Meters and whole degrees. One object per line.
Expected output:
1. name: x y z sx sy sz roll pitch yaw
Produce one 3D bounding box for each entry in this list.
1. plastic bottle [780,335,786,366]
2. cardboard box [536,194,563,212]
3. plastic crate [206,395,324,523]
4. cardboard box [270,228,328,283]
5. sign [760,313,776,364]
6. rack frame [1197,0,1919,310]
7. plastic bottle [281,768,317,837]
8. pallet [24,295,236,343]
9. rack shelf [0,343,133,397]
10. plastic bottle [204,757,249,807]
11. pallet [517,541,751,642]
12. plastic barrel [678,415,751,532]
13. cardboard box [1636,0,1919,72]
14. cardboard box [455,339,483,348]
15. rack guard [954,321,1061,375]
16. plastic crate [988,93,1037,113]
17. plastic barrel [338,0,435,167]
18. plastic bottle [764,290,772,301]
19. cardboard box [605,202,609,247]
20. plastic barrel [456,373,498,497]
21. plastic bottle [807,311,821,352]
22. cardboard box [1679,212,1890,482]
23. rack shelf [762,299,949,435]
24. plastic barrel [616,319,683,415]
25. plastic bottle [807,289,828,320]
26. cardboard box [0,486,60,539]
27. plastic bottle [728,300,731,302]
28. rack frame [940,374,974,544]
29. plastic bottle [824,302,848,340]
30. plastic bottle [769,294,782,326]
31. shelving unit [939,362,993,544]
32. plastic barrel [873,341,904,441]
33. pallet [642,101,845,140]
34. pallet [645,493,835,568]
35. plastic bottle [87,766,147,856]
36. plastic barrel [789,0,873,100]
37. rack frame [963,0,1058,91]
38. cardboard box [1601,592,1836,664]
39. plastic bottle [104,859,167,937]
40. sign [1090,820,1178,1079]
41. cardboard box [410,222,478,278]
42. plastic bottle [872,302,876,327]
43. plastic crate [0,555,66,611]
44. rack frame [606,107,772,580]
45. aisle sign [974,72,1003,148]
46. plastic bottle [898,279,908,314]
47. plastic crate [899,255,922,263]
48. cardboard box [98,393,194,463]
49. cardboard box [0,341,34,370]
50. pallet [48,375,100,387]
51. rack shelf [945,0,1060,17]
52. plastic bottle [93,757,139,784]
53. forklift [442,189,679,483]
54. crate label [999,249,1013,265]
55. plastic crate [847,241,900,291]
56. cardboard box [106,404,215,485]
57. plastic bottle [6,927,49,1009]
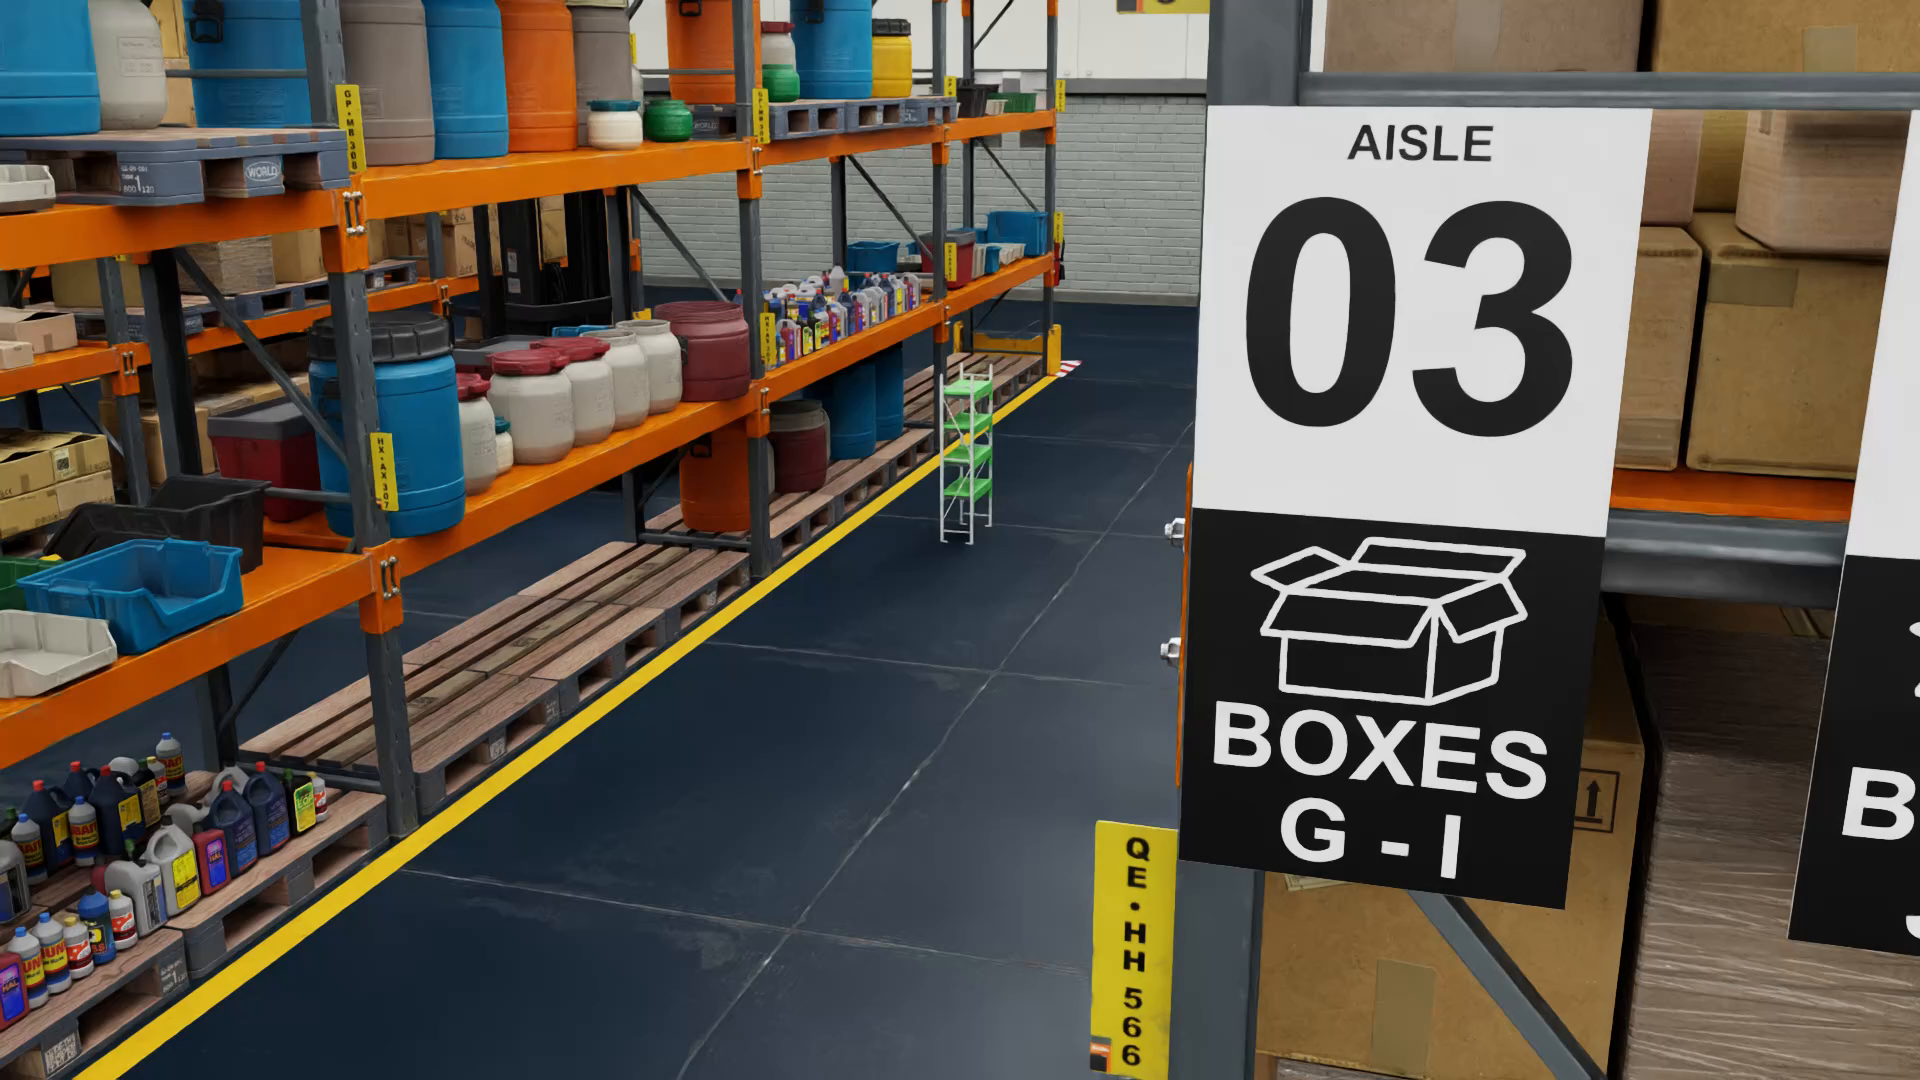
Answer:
1. plastic bottle: -1.225 -1.284 11.225 0.097 0.201 0.097 0 16 0
2. cardboard box: -4.514 -3.705 17.379 0.500 0.500 0.500 5 17 18
3. plastic crate: -3.038 -0.373 7.530 0.402 0.464 0.583 5 16 16
4. cardboard box: -5.799 -2.453 14.028 0.700 0.500 0.500 1 16 2
5. sign: -1.216 -1.276 10.532 0.100 0.325 0.005 5 16 16
6. rack frame: 0.730 -1.647 1.146 1.000 3.000 0.127 5 16 16
7. plastic bottle: -2.702 1.055 6.785 0.061 0.283 0.133 5 17 19
8. pallet: -6.368 -1.714 12.726 1.213 0.211 1.003 5 16 16
9. rack shelf: -7.061 -0.754 10.309 1.077 0.370 4.000 5 16 16
10. plastic bottle: -2.927 1.051 6.676 0.144 0.351 0.185 5 16 16
11. pallet: -2.002 0.303 10.374 1.003 0.211 1.213 5 16 16
12. plastic barrel: -1.622 -0.525 11.392 0.600 0.830 0.708 5 16 16
13. cardboard box: 1.411 -1.003 2.728 0.500 0.500 0.500 5 16 16
14. cardboard box: -5.253 -1.955 17.347 0.500 0.311 0.500 5 16 16
15. rack guard: 0.523 -2.136 18.444 1.175 0.500 0.348 5 16 16
16. plastic crate: 0.522 -4.392 16.709 0.450 0.188 0.336 5 16 16
17. plastic barrel: -2.760 -2.197 7.662 0.600 0.901 0.600 0 16 0
18. plastic bottle: -1.493 -1.800 12.915 0.097 0.271 0.097 0 16 0
19. cardboard box: -4.230 -3.490 18.454 0.500 0.500 0.500 5 17 16
20. plastic barrel: -2.400 -0.490 7.812 0.433 0.535 0.433 0 16 0
21. plastic bottle: -1.033 -1.483 11.775 0.061 0.283 0.133 5 16 16
22. cardboard box: 1.115 -0.238 1.949 0.500 0.250 0.500 5 17 18
23. rack shelf: -1.177 -1.415 12.641 1.077 0.370 4.000 5 16 16
24. plastic barrel: -1.833 -1.006 9.675 0.421 0.512 0.421 0 16 0
25. plastic bottle: -1.053 -1.684 12.358 0.144 0.351 0.185 5 16 16
26. cardboard box: -6.552 -0.211 11.345 0.500 0.250 0.500 4 16 15
27. plastic bottle: -1.714 -1.620 12.258 0.061 0.283 0.133 5 16 16
28. rack frame: -0.022 -0.557 11.593 0.240 1.200 0.015 5 16 16
29. plastic bottle: -0.918 -1.629 12.305 0.152 0.276 0.135 5 16 16
30. plastic bottle: -1.411 -1.738 12.696 0.097 0.271 0.097 0 16 0
31. shelving unit: 0.047 -0.621 11.818 0.258 1.200 0.503 5 16 16
32. plastic barrel: -0.779 -1.336 14.119 0.600 0.901 0.708 5 16 16
33. pallet: -1.434 -2.783 10.993 1.003 0.211 1.213 5 16 16
34. pallet: -1.561 -0.106 11.817 1.003 0.211 1.213 5 16 16
35. plastic bottle: -3.371 1.061 6.639 0.144 0.351 0.185 5 16 16
36. plastic barrel: -0.947 -3.713 12.236 0.600 0.901 0.708 5 16 16
37. rack frame: 0.528 -6.217 17.258 1.000 3.000 0.127 5 16 16
38. cardboard box: 1.297 0.314 2.666 0.500 0.500 0.500 5 16 16
39. plastic bottle: -2.985 1.275 6.023 0.152 0.276 0.135 5 17 17
40. sign: 0.204 0.482 1.934 0.100 0.325 0.005 5 16 16
41. cardboard box: -4.950 -2.830 16.127 0.500 0.500 0.500 5 17 17
42. plastic bottle: -0.703 -1.766 12.922 0.097 0.201 0.097 0 16 0
43. plastic crate: -3.538 0.243 5.862 0.450 0.188 0.662 5 16 16
44. rack frame: -1.745 -1.238 10.698 1.000 3.000 0.127 5 16 16
45. aisle sign: 0.264 -4.624 17.870 0.394 0.787 0.004 5 16 16
46. plastic bottle: -0.514 -2.001 13.615 0.152 0.276 0.135 5 16 16
47. plastic crate: -0.402 -2.666 16.103 0.293 0.136 0.466 5 16 16
48. cardboard box: -6.452 -0.895 13.263 0.500 0.500 0.500 5 17 18
49. cardboard box: -6.484 -1.246 11.185 0.380 0.149 0.250 5 16 16
50. pallet: -9.816 -1.904 18.156 1.003 0.211 1.213 5 16 16
51. rack shelf: -0.040 -5.156 15.566 1.077 0.370 4.000 5 16 16
52. plastic bottle: -3.458 1.043 6.840 0.152 0.276 0.135 5 17 18
53. forklift: -3.739 -2.135 13.986 3.031 2.935 1.130 11 19 34
54. crate label: 0.318 -2.856 16.776 0.396 0.136 0.243 5 16 16
55. plastic crate: -0.803 -2.454 14.905 0.392 0.384 0.575 5 16 16
56. cardboard box: -6.090 -0.729 12.678 0.500 0.500 0.500 5 17 18
57. plastic bottle: -3.107 1.416 5.534 0.097 0.271 0.097 0 16 0
